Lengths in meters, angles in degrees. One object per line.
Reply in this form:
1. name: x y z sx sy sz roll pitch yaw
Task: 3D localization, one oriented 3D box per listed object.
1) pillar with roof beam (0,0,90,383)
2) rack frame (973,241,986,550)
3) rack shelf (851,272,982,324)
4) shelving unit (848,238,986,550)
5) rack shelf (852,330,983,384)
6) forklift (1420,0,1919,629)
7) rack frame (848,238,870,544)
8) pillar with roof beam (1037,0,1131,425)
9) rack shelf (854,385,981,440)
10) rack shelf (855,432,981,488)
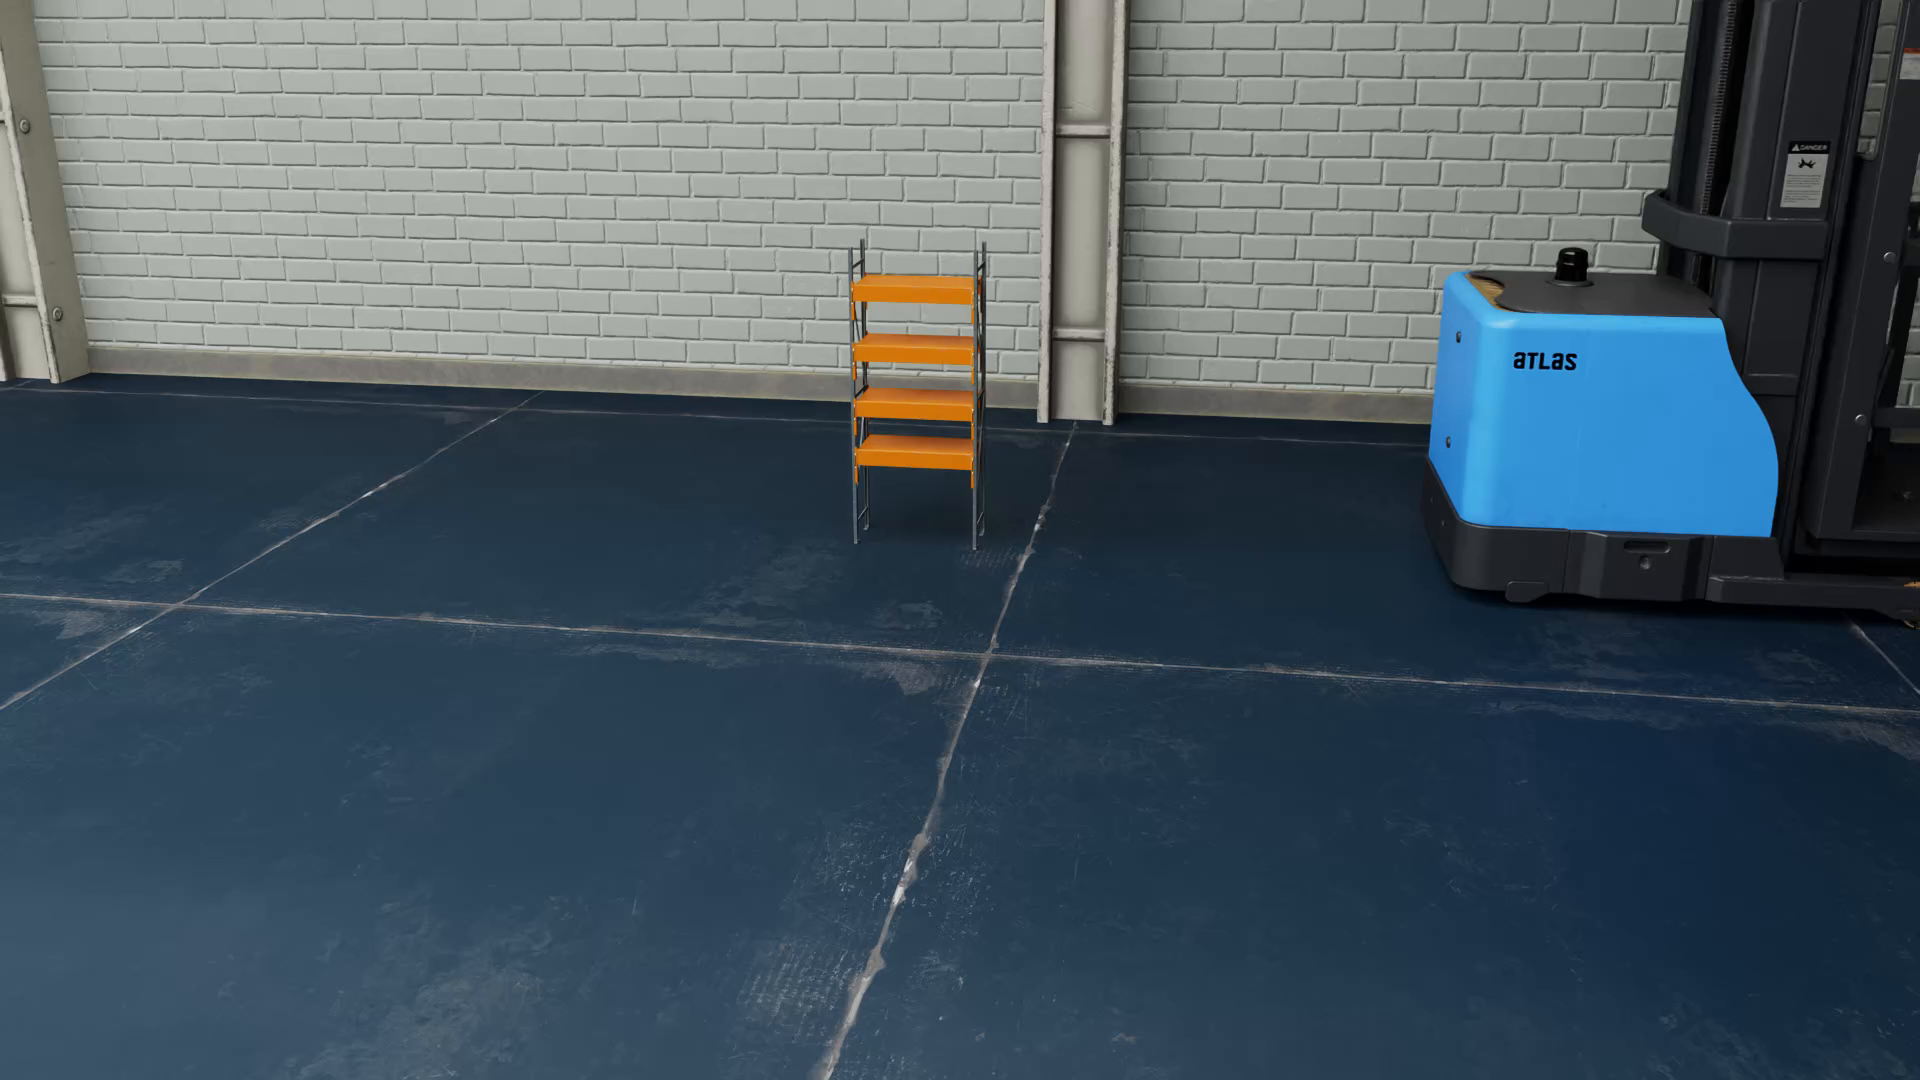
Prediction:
1. pillar with roof beam: -5.986 -3.871 4.189 0.400 9.000 9.100 3 19 9
2. rack frame: 0.077 -0.565 6.601 0.015 1.200 0.240 3 19 9
3. rack shelf: -0.163 -0.950 6.513 0.480 0.148 0.258 3 19 9
4. shelving unit: -0.163 -0.577 6.638 0.503 1.200 0.258 3 19 9
5. rack shelf: -0.163 -0.726 6.588 0.480 0.148 0.258 3 19 9
6. forklift: 3.367 -1.247 5.910 3.031 2.935 1.130 2 19 7
7. rack frame: -0.404 -0.590 6.674 0.015 1.200 0.240 3 19 9
8. pillar with roof beam: -0.062 -3.569 3.287 0.400 9.000 9.100 3 19 9
9. rack shelf: -0.163 -0.514 6.659 0.480 0.148 0.258 3 19 9
10. rack shelf: -0.163 -0.325 6.722 0.480 0.148 0.258 3 19 9
